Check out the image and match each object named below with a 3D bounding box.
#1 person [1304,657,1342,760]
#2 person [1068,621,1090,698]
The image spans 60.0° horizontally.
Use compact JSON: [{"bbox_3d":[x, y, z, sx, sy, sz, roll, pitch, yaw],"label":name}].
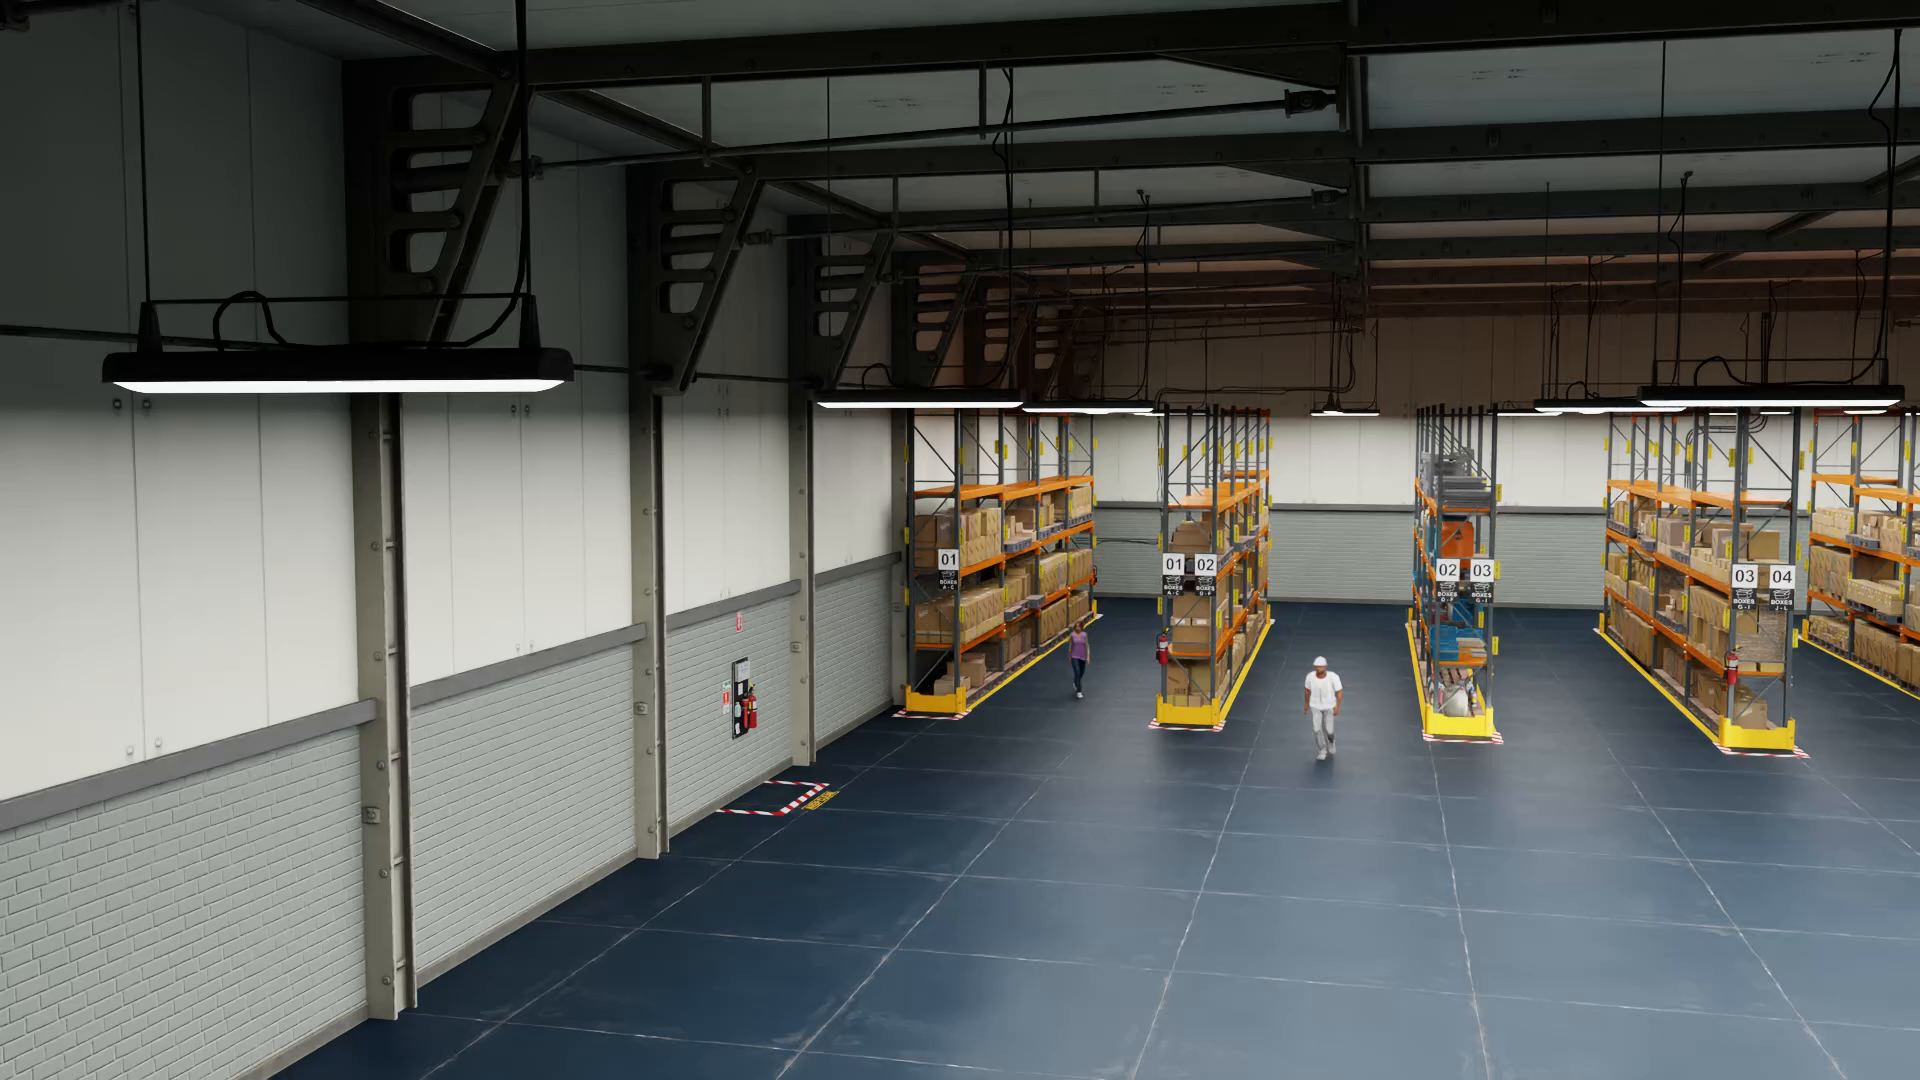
[{"bbox_3d":[6.137,2.814,28.061,0.636,1.739,0.678,2,5,23],"label":"person"},{"bbox_3d":[2.447,2.429,34.352,0.414,1.540,0.980,-1,4,-11],"label":"person"}]
